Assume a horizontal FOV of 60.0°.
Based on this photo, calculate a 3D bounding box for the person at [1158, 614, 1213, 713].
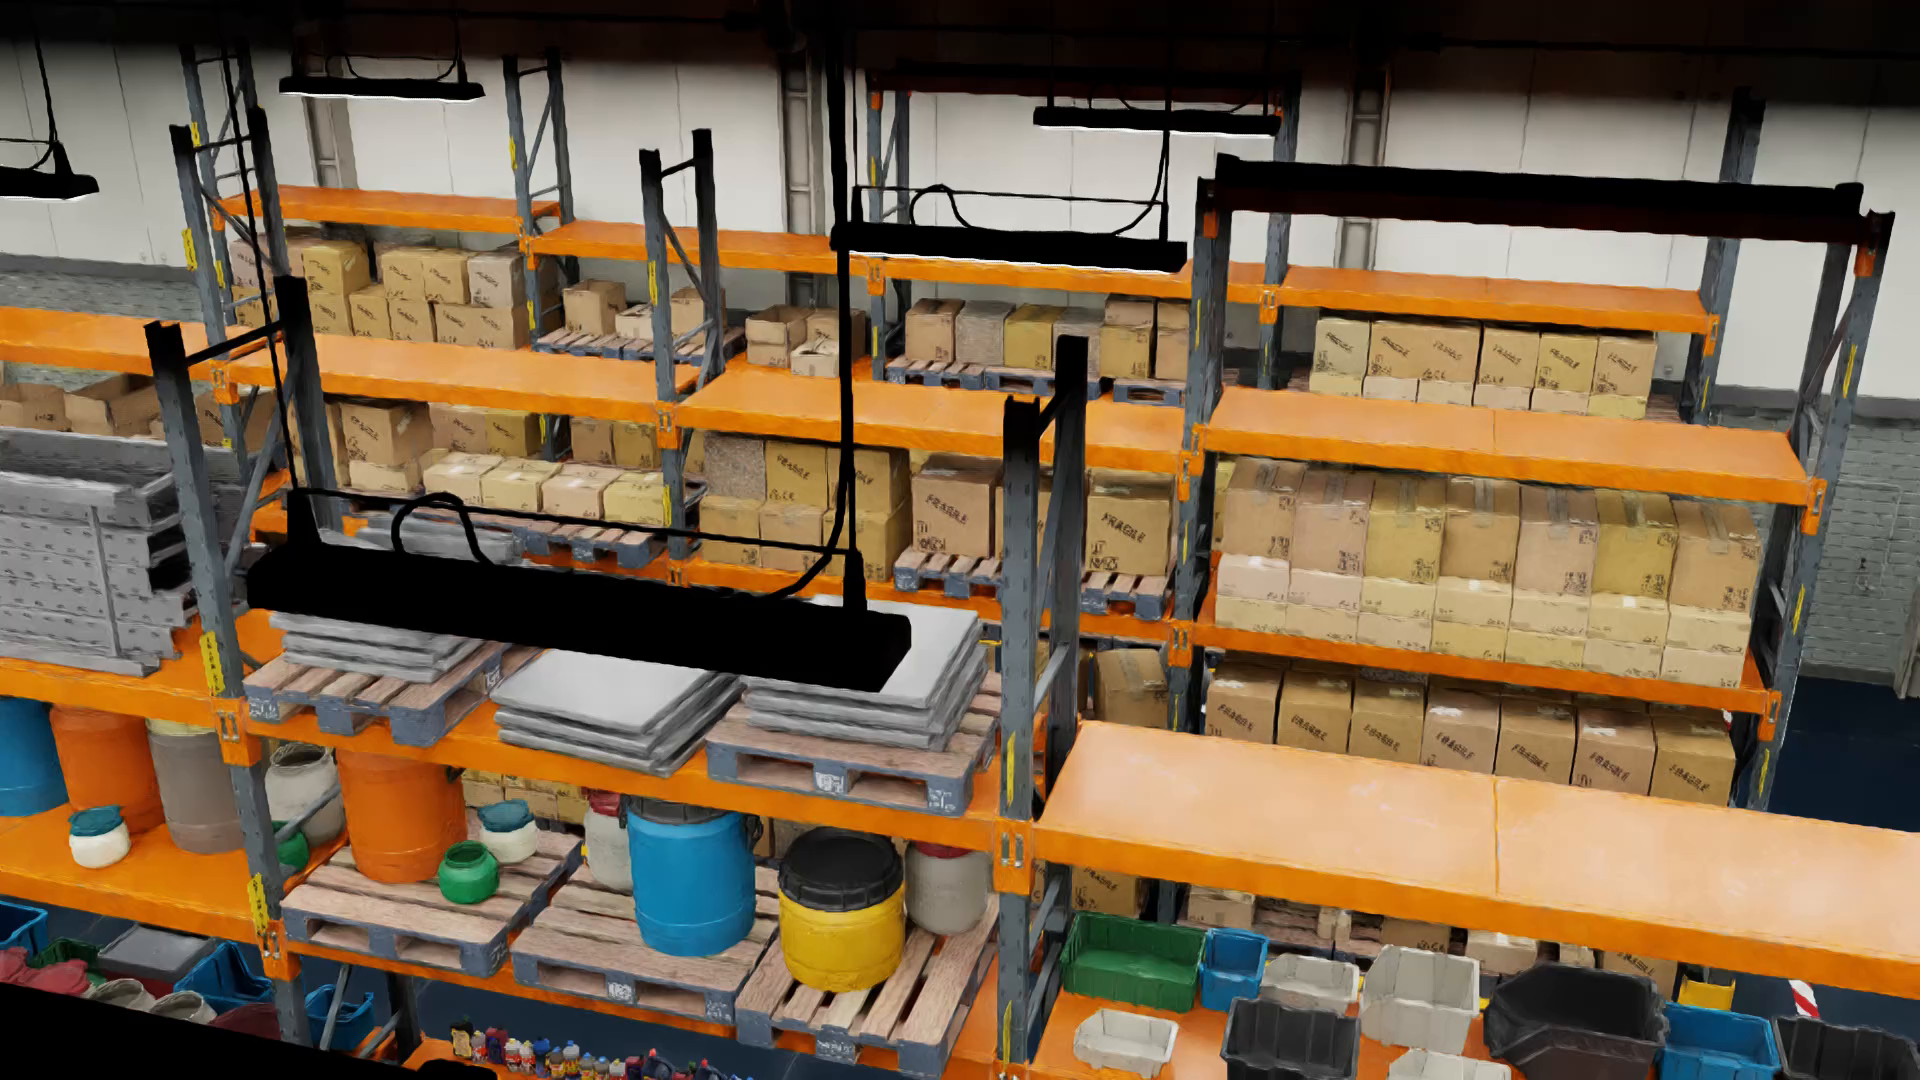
[{"bbox_3d":[2.159,0.946,16.388,1.110,1.591,0.443,5,23,13],"label":"person"}]
